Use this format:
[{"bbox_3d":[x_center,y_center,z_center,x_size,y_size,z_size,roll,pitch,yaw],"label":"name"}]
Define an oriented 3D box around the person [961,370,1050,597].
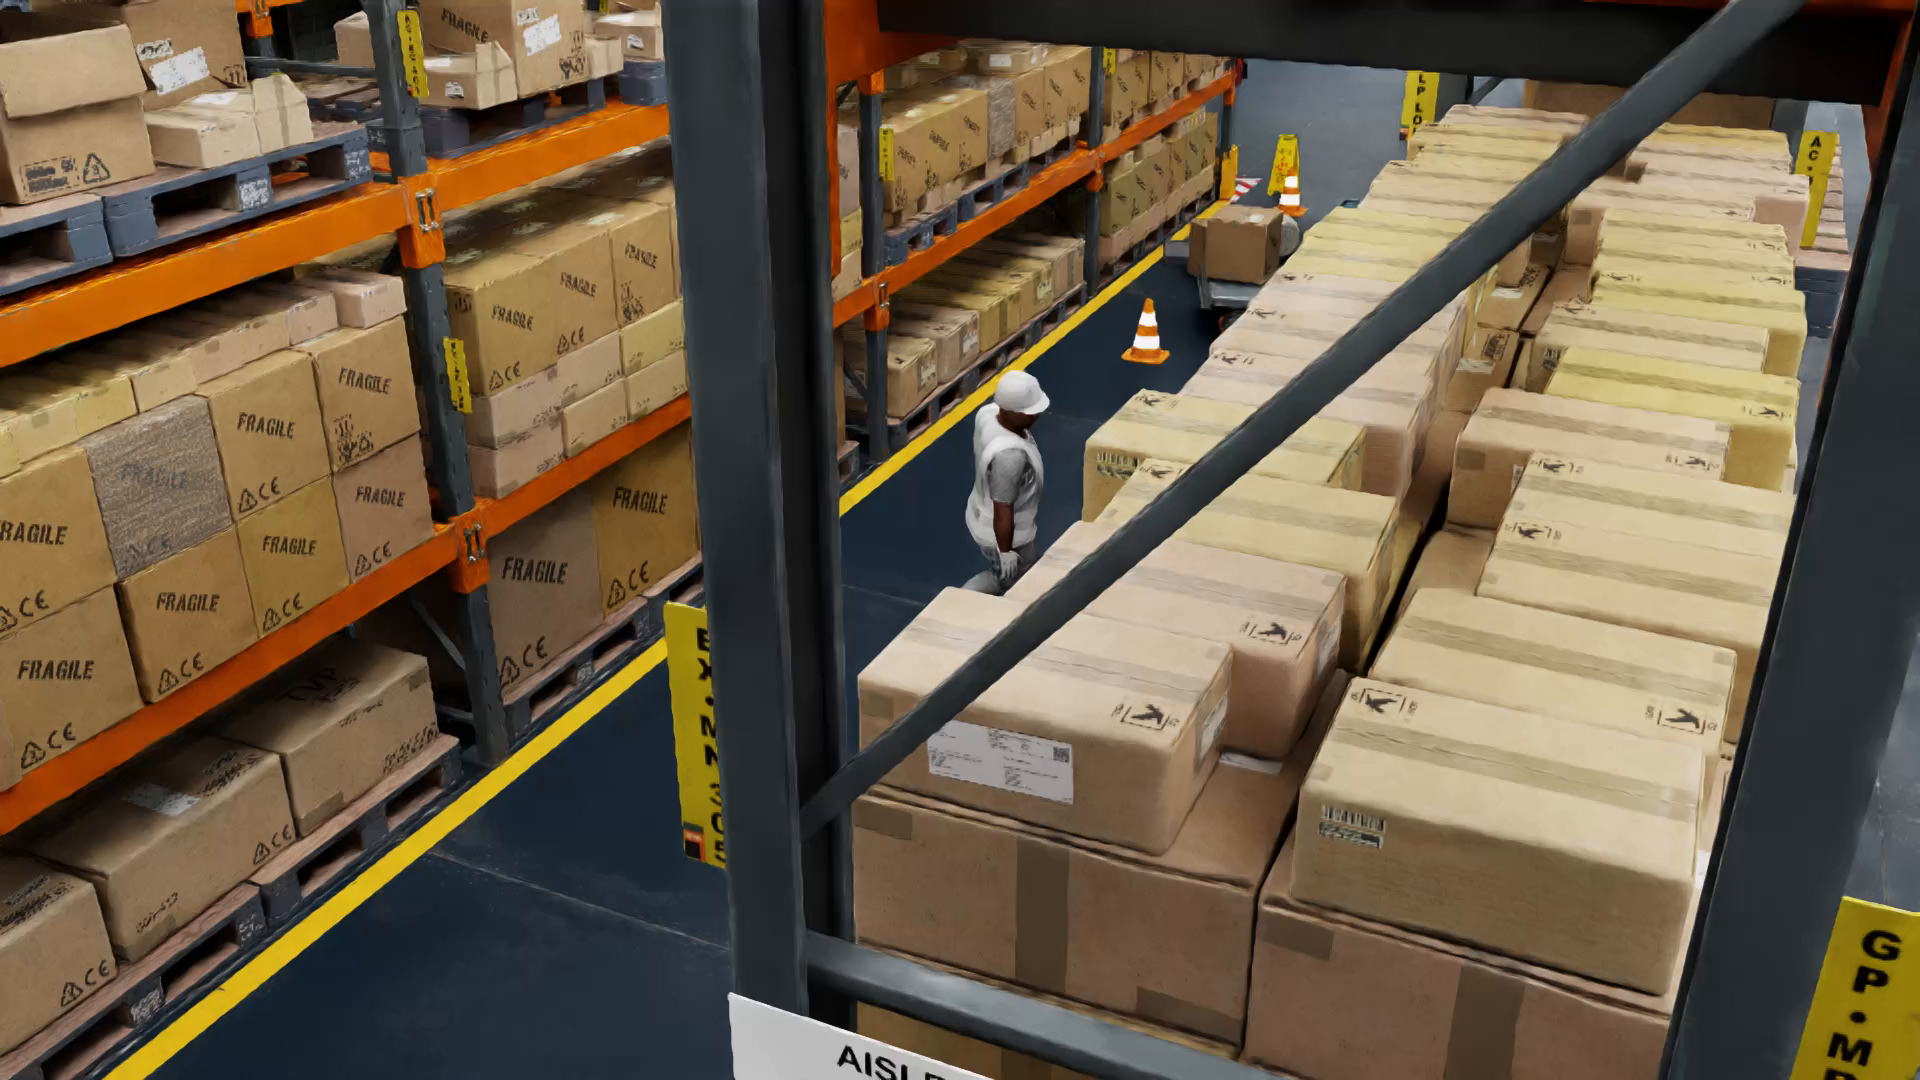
[{"bbox_3d":[0.183,-0.043,8.212,0.694,1.759,0.597,-5,26,-10],"label":"person"}]
